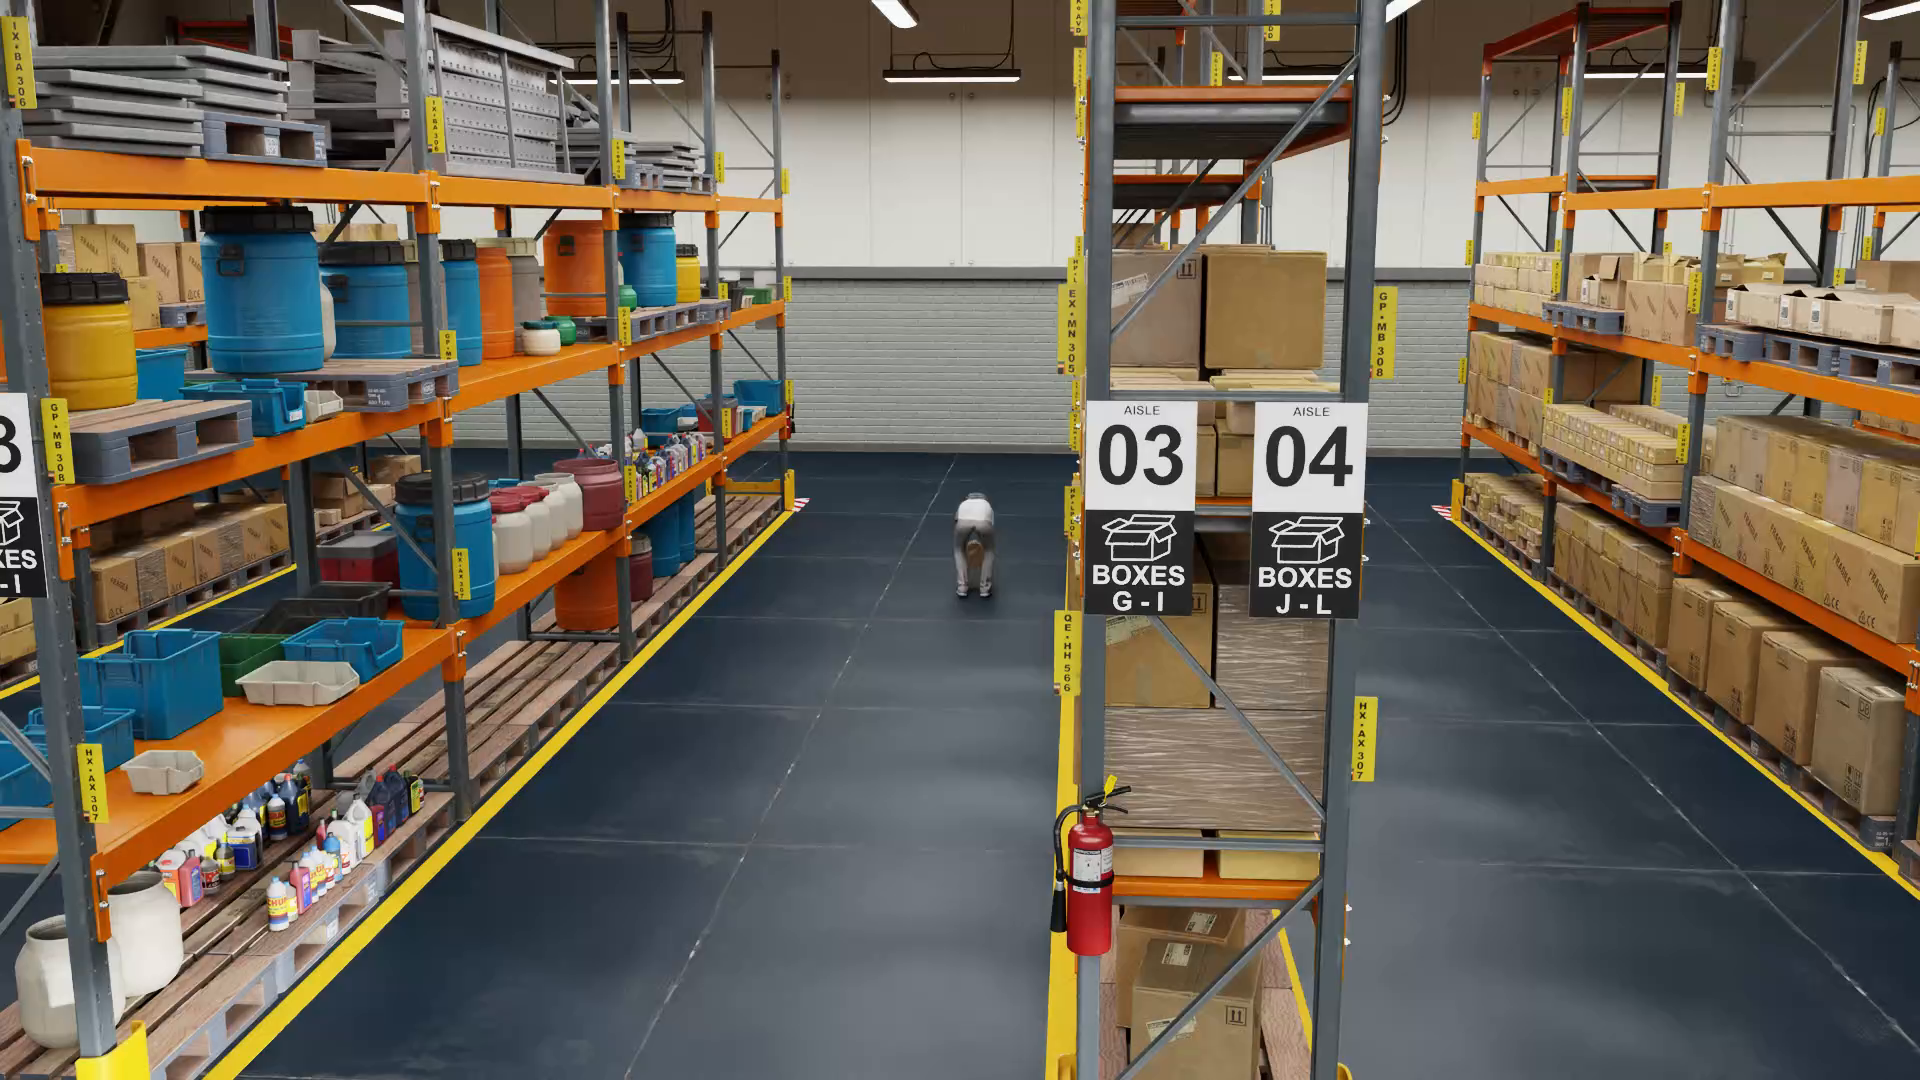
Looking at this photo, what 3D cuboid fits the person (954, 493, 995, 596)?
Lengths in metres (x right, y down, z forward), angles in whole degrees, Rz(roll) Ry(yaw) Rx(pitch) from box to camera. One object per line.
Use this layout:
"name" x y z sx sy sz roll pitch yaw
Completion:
"person" 0.161 0.039 17.460 0.428 1.014 0.921 1 11 3
